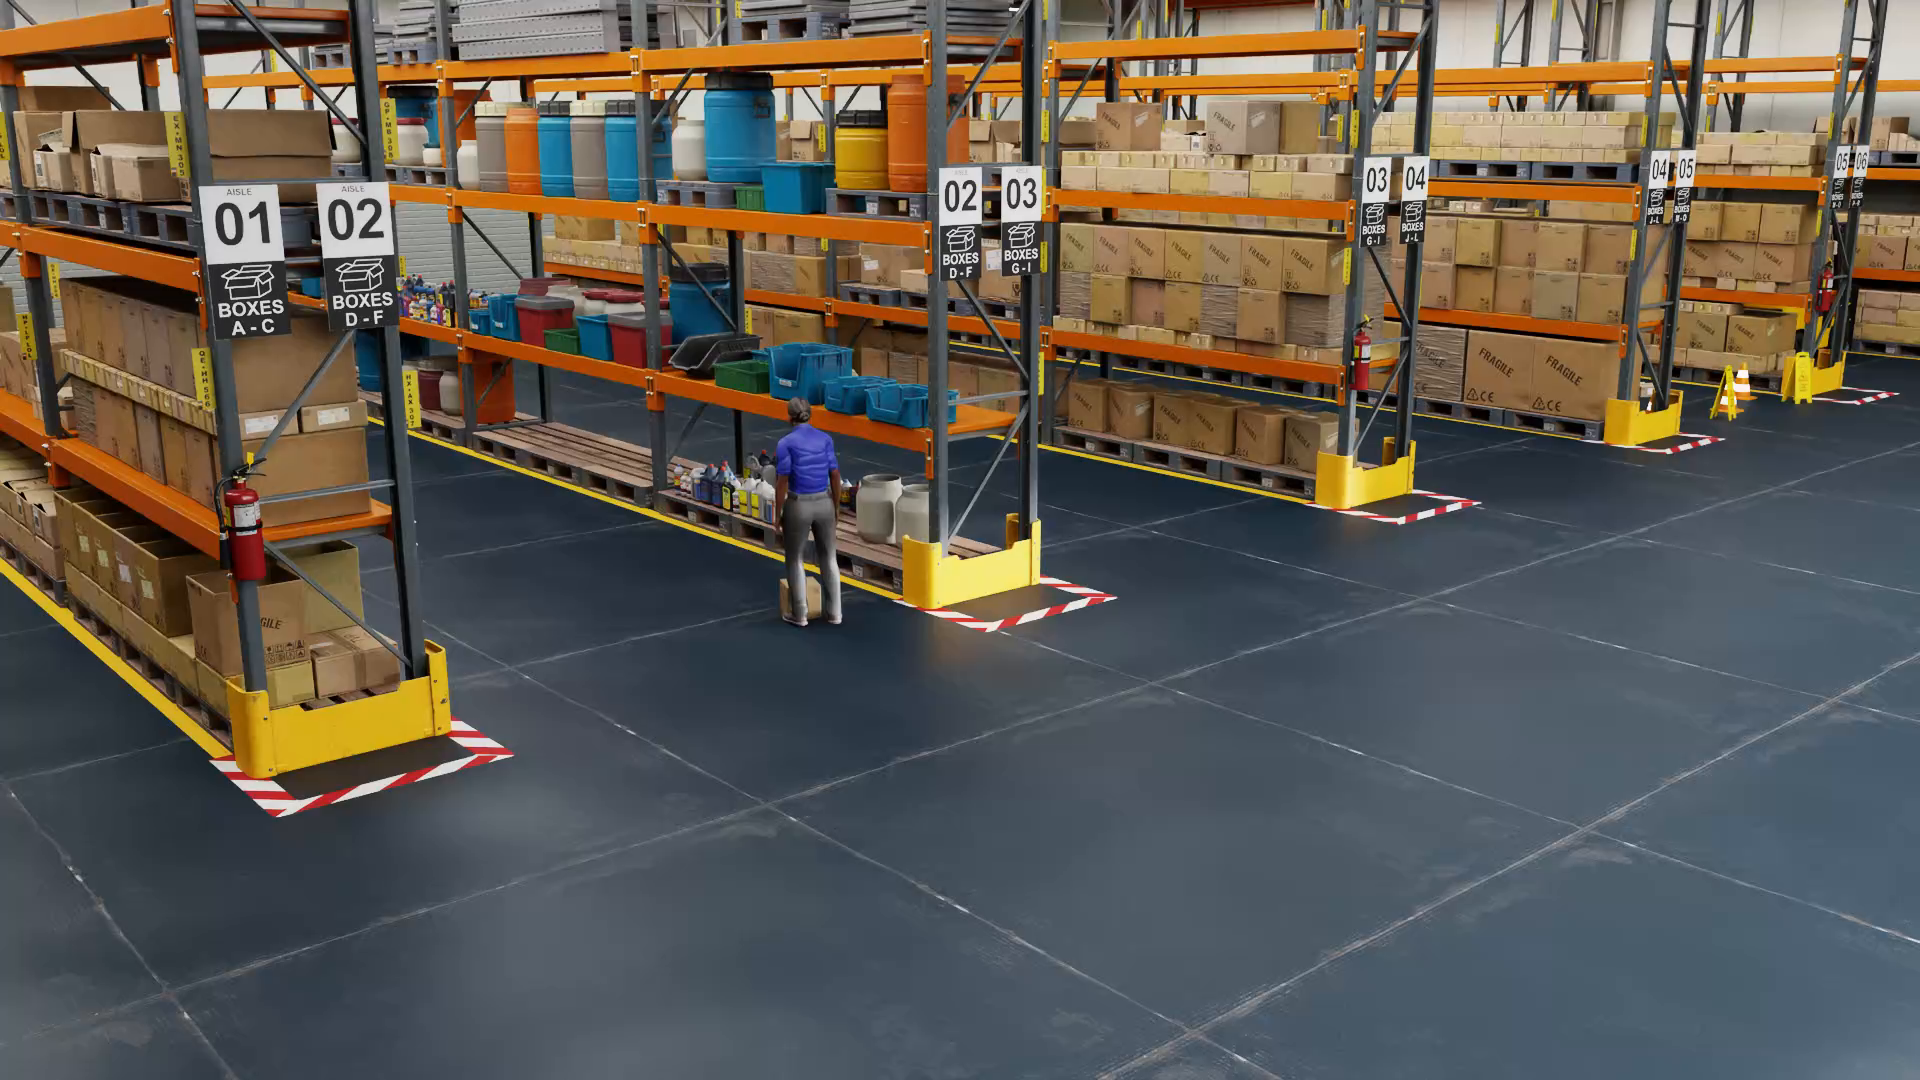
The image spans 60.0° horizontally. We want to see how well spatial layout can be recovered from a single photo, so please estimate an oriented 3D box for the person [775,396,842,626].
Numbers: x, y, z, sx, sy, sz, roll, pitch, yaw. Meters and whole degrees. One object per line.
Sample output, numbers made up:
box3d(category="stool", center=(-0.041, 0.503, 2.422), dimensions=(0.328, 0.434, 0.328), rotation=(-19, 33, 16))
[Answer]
box3d(category="person", center=(-1.083, -0.203, 11.819), dimensions=(0.521, 1.653, 0.402), rotation=(-6, 16, -24))
